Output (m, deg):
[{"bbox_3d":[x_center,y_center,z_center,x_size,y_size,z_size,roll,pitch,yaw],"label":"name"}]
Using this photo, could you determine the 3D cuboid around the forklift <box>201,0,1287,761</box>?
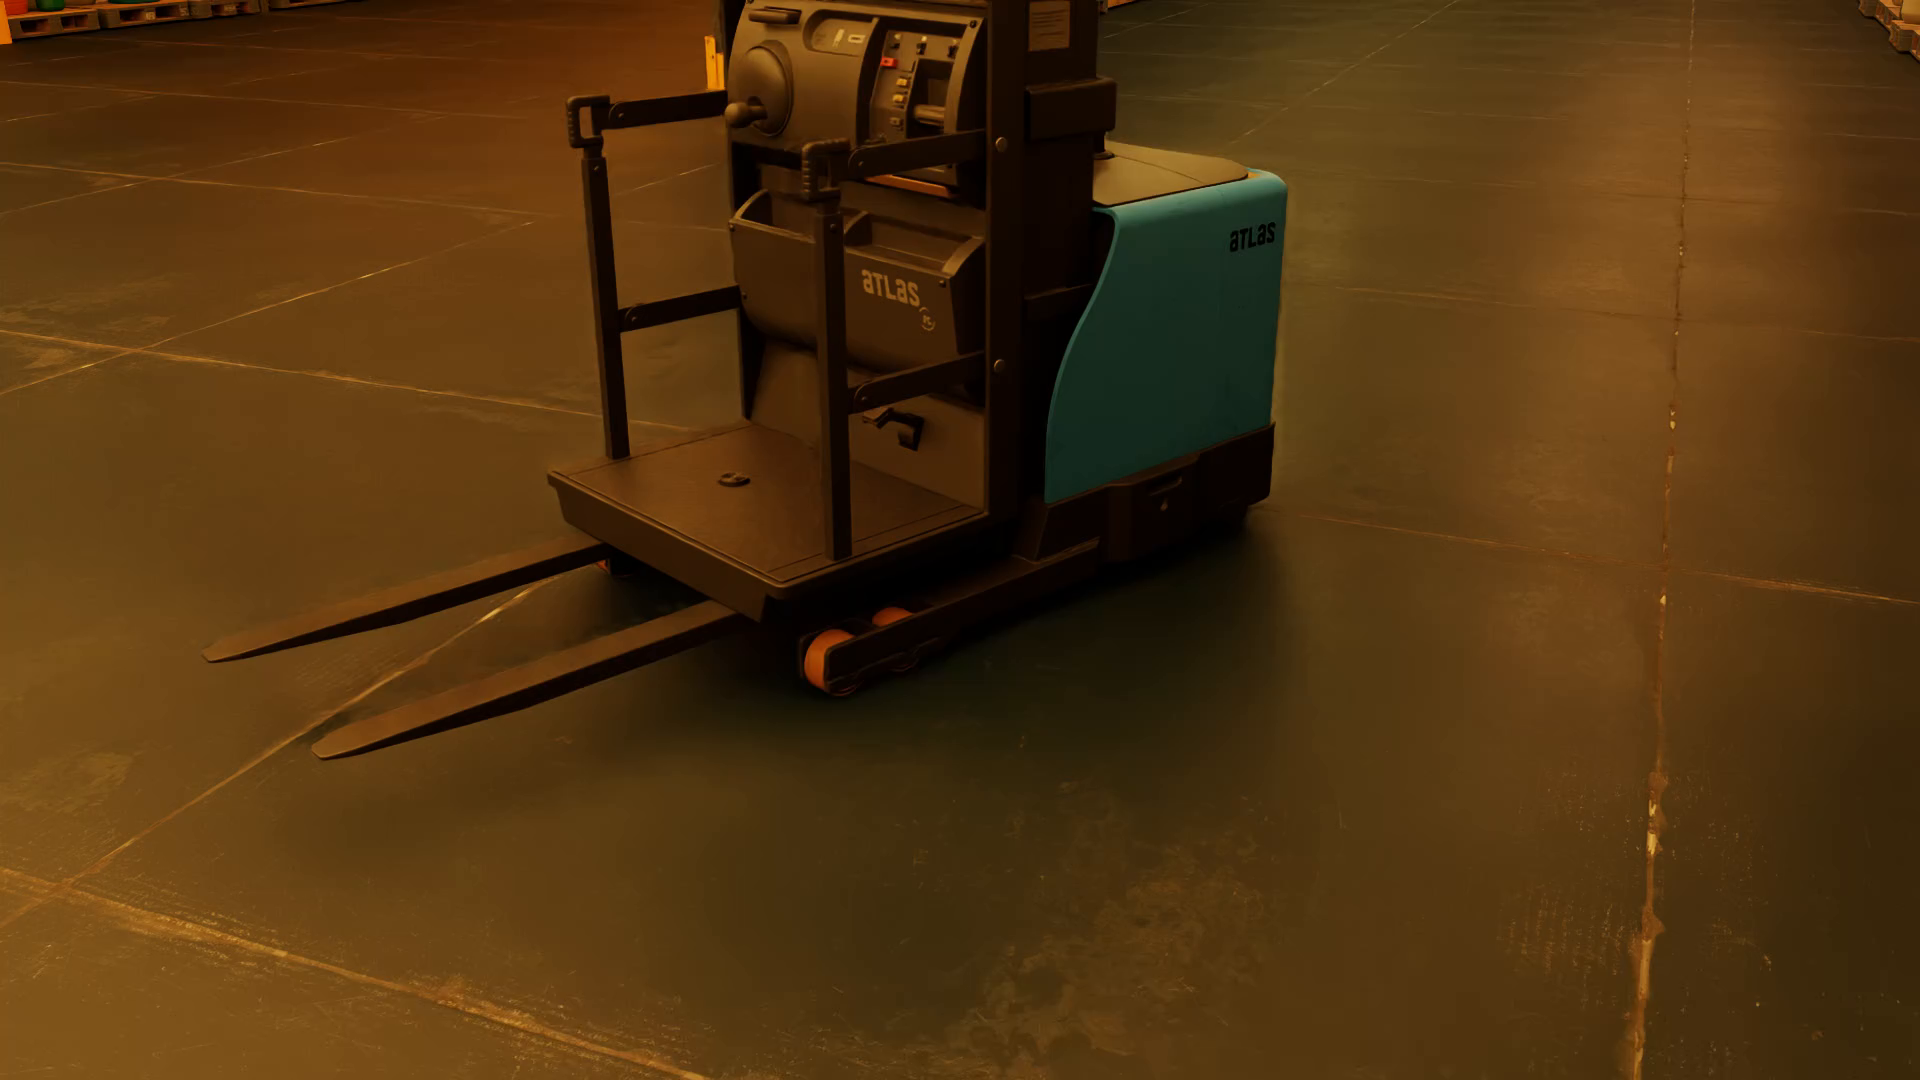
[{"bbox_3d":[-0.441,-1.187,4.132,3.031,2.935,1.130,-20,30,-39],"label":"forklift"}]
